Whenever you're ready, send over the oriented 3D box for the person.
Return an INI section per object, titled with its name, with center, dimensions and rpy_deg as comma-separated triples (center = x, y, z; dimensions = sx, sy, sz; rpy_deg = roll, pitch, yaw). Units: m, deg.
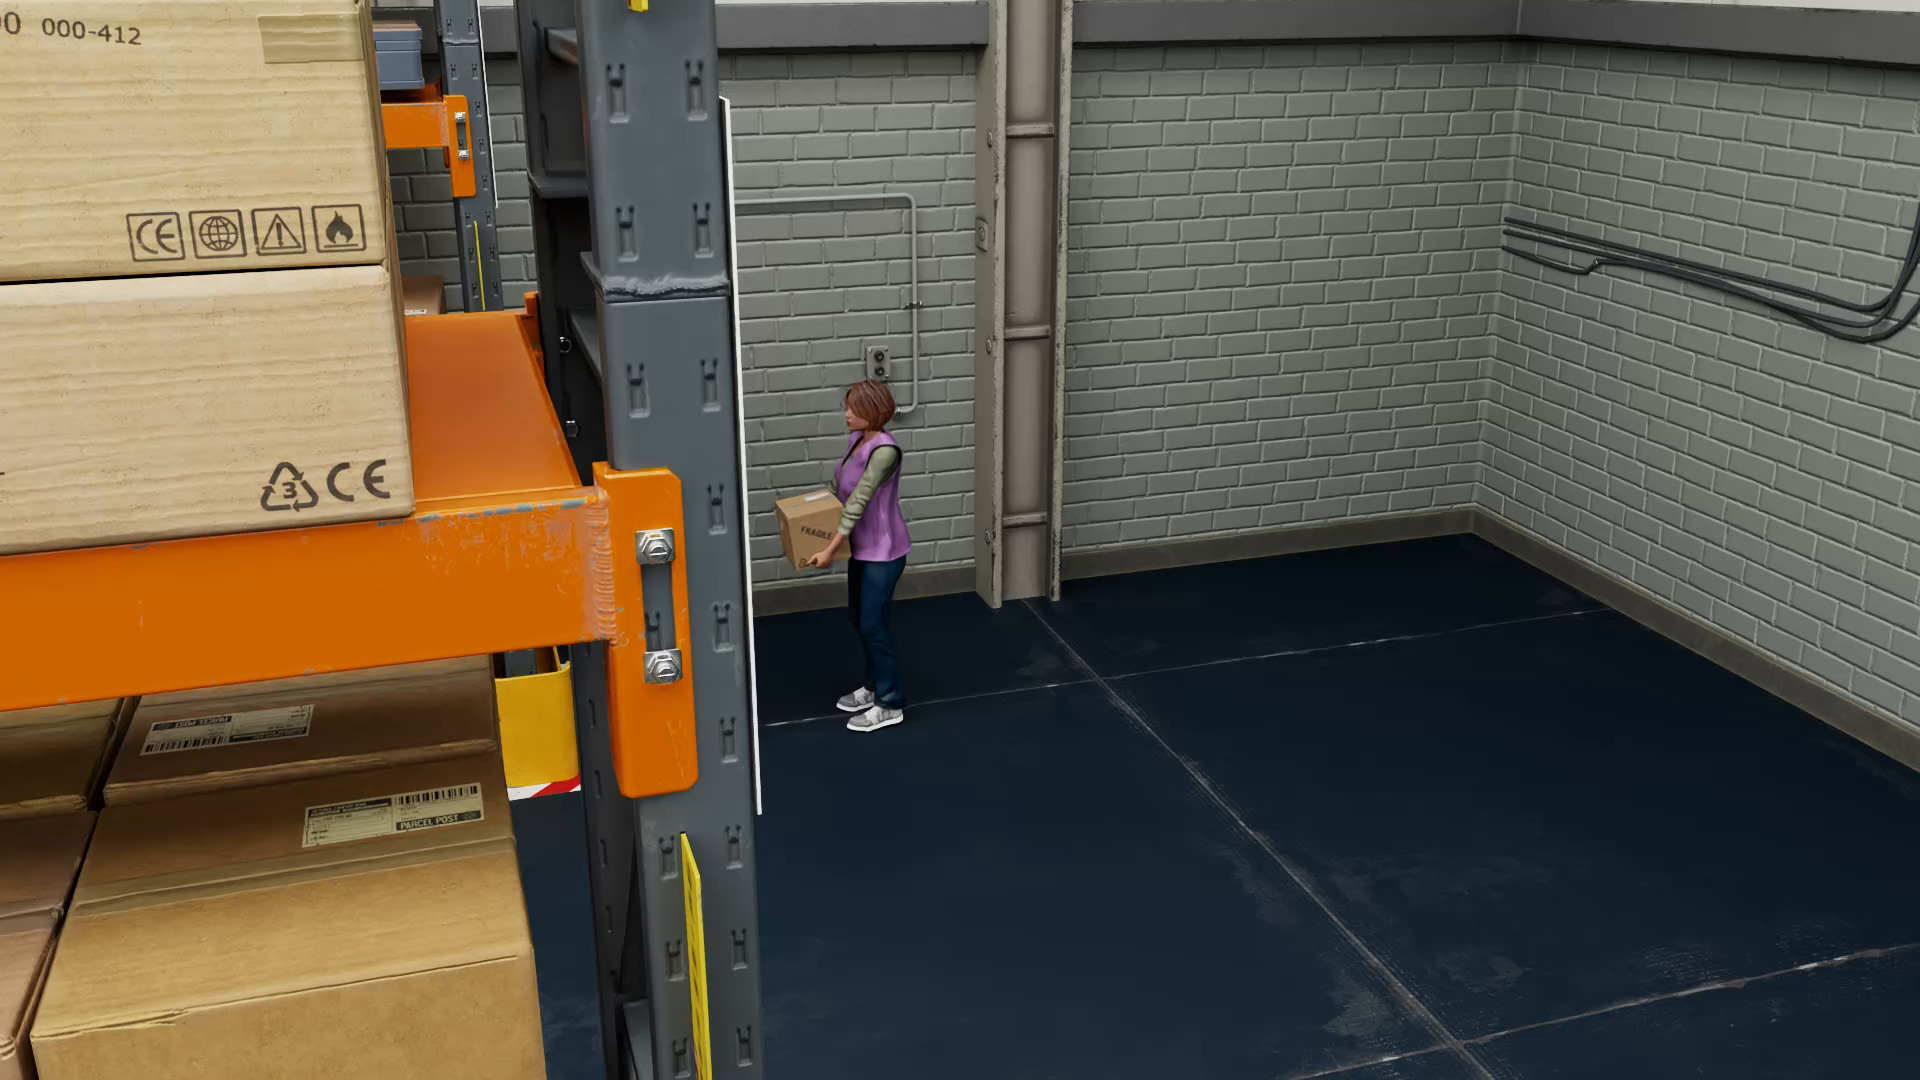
[person]
center = -0.466, 0.071, 7.389
dimensions = 0.500, 1.599, 0.375
rpy_deg = -7, 21, -18
